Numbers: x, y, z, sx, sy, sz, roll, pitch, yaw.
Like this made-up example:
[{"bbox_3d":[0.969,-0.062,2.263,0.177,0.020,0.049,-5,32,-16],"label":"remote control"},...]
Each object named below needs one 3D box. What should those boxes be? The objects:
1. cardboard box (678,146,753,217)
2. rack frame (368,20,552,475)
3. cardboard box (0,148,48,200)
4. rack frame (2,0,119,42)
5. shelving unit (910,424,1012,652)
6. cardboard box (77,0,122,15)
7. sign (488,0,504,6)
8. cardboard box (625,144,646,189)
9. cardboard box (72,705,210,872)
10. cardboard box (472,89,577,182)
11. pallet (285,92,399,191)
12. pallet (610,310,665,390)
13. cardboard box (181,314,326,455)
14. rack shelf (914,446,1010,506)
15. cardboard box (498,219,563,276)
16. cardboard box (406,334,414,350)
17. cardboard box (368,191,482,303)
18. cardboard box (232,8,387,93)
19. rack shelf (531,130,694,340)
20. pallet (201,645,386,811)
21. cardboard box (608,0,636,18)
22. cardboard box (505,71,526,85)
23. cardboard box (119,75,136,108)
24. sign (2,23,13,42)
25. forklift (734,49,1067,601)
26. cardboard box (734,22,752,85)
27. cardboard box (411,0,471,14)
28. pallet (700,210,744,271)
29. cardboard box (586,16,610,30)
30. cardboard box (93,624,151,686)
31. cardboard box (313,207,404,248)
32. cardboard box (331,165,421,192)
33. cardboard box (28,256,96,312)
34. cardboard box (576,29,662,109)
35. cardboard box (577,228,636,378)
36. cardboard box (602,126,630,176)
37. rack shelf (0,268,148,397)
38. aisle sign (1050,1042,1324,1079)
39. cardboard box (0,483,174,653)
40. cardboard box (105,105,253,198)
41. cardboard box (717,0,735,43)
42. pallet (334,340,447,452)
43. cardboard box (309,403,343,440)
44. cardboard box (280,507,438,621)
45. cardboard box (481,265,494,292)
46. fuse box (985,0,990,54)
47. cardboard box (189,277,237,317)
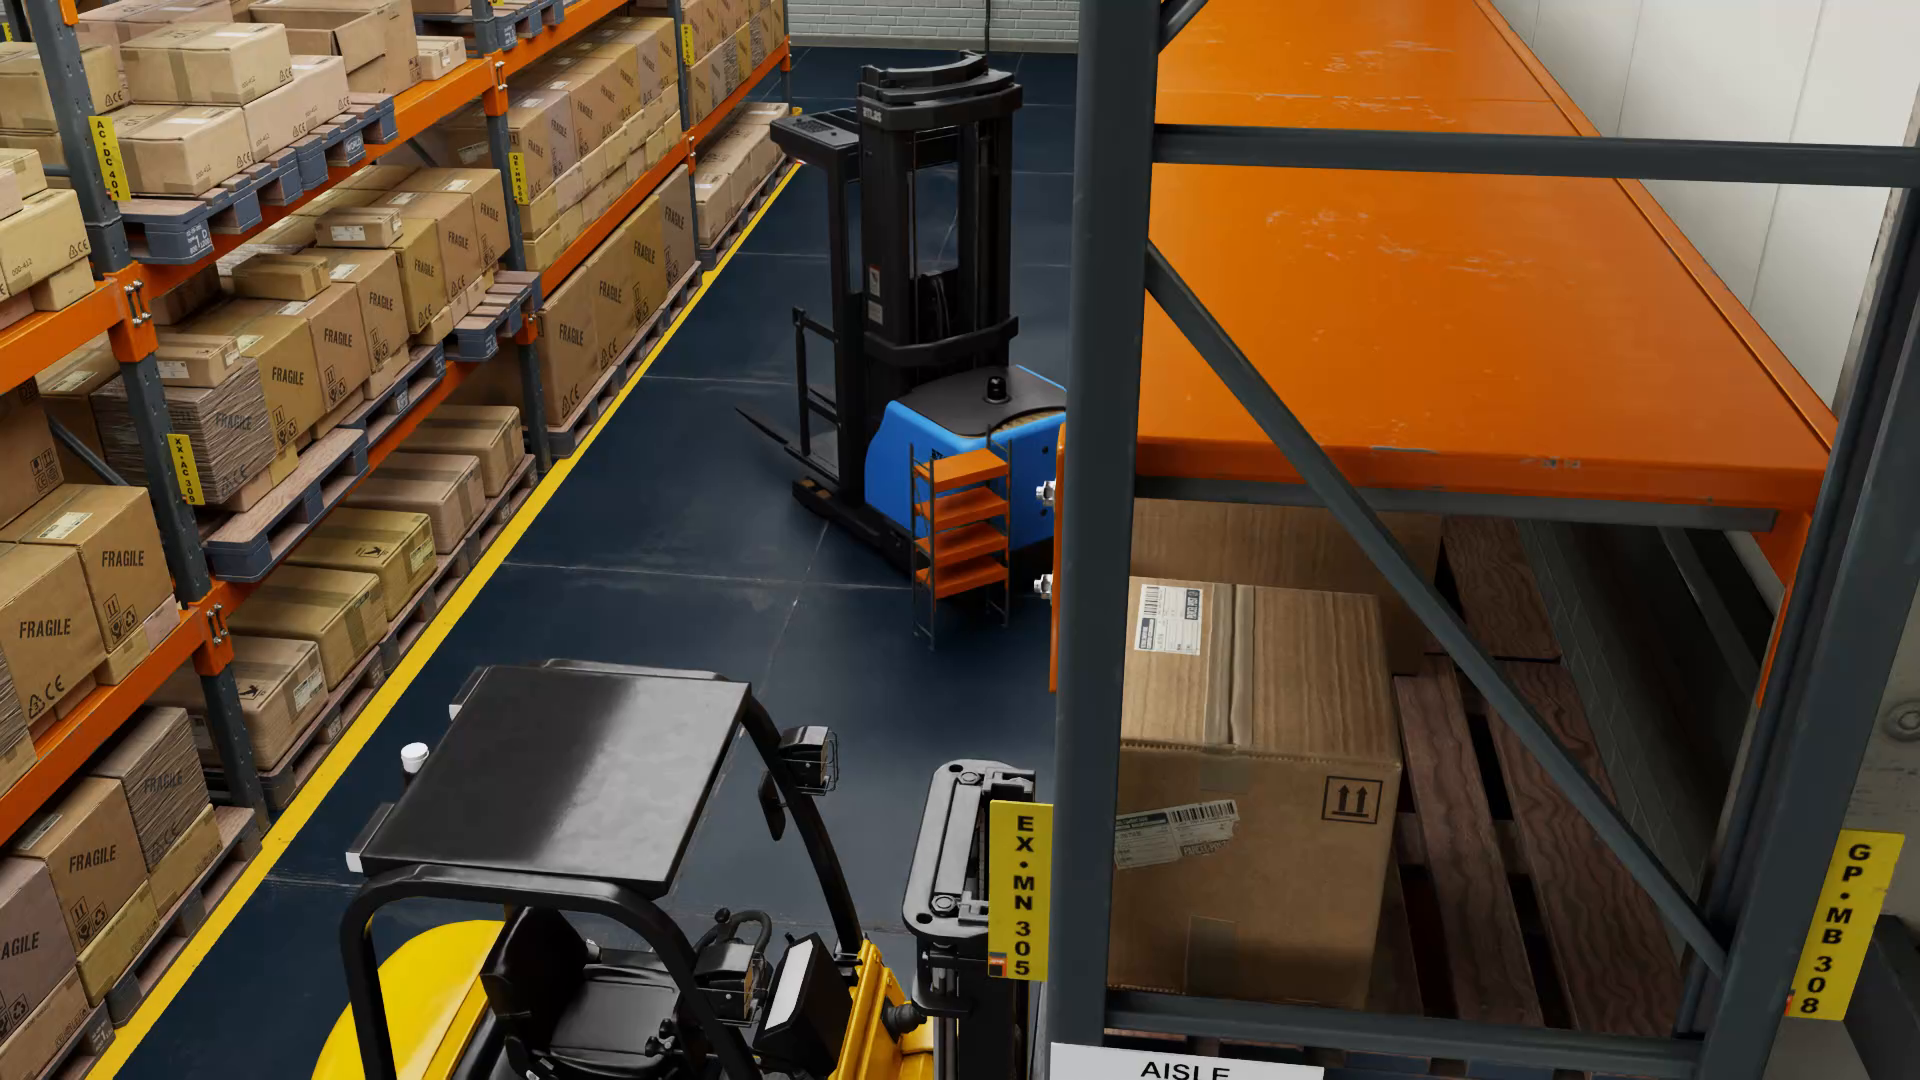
[{"bbox_3d":[-2.535,-3.476,16.090,0.875,0.438,0.875,3,28,5],"label":"cardboard box"},{"bbox_3d":[-3.318,-1.826,10.768,1.000,3.000,0.127,3,28,6],"label":"rack frame"},{"bbox_3d":[-3.630,-1.342,6.132,0.380,0.149,0.250,4,29,7],"label":"cardboard box"},{"bbox_3d":[-7.753,-3.948,14.709,1.000,3.000,0.127,3,28,6],"label":"rack frame"},{"bbox_3d":[0.005,-0.007,9.291,0.503,1.200,0.258,-16,32,-26],"label":"shelving unit"},{"bbox_3d":[-7.456,-4.762,14.745,0.500,0.500,0.500,4,29,7],"label":"cardboard box"},{"bbox_3d":[-2.779,-3.341,9.874,0.100,0.325,0.005,3,28,6],"label":"sign"},{"bbox_3d":[-2.777,-2.940,12.996,0.500,0.250,0.500,3,28,5],"label":"cardboard box"},{"bbox_3d":[-3.614,1.047,7.102,0.500,0.500,0.500,3,28,5],"label":"cardboard box"},{"bbox_3d":[-2.963,-2.762,11.346,0.500,0.500,0.500,3,29,6],"label":"cardboard box"},{"bbox_3d":[-3.503,-1.953,8.041,1.213,0.211,1.003,3,28,6],"label":"pallet"},{"bbox_3d":[-2.994,-1.537,13.173,1.003,0.211,1.213,3,28,6],"label":"pallet"},{"bbox_3d":[-3.405,-0.742,7.896,0.500,0.500,0.500,3,29,6],"label":"cardboard box"},{"bbox_3d":[0.005,-0.353,9.104,0.480,0.148,0.258,-16,32,-26],"label":"rack shelf"},{"bbox_3d":[-3.008,-1.975,11.204,0.500,0.250,0.500,3,28,5],"label":"cardboard box"},{"bbox_3d":[-3.286,-1.121,9.282,0.380,0.149,0.250,4,29,7],"label":"cardboard box"},{"bbox_3d":[-3.150,-1.711,9.694,0.500,0.500,0.500,3,28,5],"label":"cardboard box"},{"bbox_3d":[-3.476,-2.472,8.696,0.797,0.503,0.637,3,28,6],"label":"cardboard box"},{"bbox_3d":[-3.073,-2.450,12.686,1.077,0.370,4.000,3,28,6],"label":"rack shelf"},{"bbox_3d":[-3.714,0.918,8.615,1.003,0.211,1.213,3,28,6],"label":"pallet"},{"bbox_3d":[-3.044,-4.431,14.444,0.500,0.500,0.500,3,28,6],"label":"cardboard box"},{"bbox_3d":[-3.392,-3.044,11.869,0.500,0.500,0.500,3,28,6],"label":"cardboard box"},{"bbox_3d":[-3.813,-1.903,7.465,0.500,0.250,0.500,4,29,7],"label":"cardboard box"},{"bbox_3d":[-8.292,-4.358,14.555,0.100,0.325,0.005,3,28,6],"label":"sign"},{"bbox_3d":[-0.448,-1.573,10.372,1.130,2.935,3.031,-19,34,-31],"label":"forklift"},{"bbox_3d":[-2.314,-4.671,15.944,0.500,0.500,0.500,4,29,8],"label":"cardboard box"},{"bbox_3d":[-3.421,-3.563,10.278,0.797,0.503,0.637,2,28,3],"label":"cardboard box"},{"bbox_3d":[-2.657,-2.834,15.580,1.003,0.211,1.213,3,28,6],"label":"pallet"},{"bbox_3d":[-3.167,-4.002,13.649,0.500,0.500,0.500,4,29,7],"label":"cardboard box"},{"bbox_3d":[-3.568,0.455,6.800,0.380,0.149,0.250,4,29,7],"label":"cardboard box"},{"bbox_3d":[-3.238,-1.684,8.960,0.380,0.149,0.250,2,28,4],"label":"cardboard box"},{"bbox_3d":[-3.603,-1.987,10.206,0.500,0.500,0.500,3,28,5],"label":"cardboard box"},{"bbox_3d":[-3.543,-0.986,6.312,0.380,0.149,0.250,3,29,6],"label":"cardboard box"},{"bbox_3d":[-2.689,-3.724,13.132,0.500,0.500,0.500,4,29,7],"label":"cardboard box"},{"bbox_3d":[-3.037,-1.815,12.546,0.875,0.875,0.875,4,29,7],"label":"cardboard box"},{"bbox_3d":[-2.798,-2.919,12.428,0.500,0.250,0.500,4,29,7],"label":"cardboard box"},{"bbox_3d":[-4.053,-0.005,4.985,1.077,0.370,4.000,3,28,6],"label":"rack shelf"},{"bbox_3d":[0.329,1.096,2.604,0.394,0.787,0.004,3,28,6],"label":"aisle sign"},{"bbox_3d":[-3.615,0.106,6.764,0.500,0.500,0.500,3,28,5],"label":"cardboard box"},{"bbox_3d":[-3.338,-1.634,6.965,0.500,0.250,0.500,3,28,5],"label":"cardboard box"},{"bbox_3d":[-2.387,-4.881,15.279,0.500,0.500,0.500,4,29,7],"label":"cardboard box"},{"bbox_3d":[-3.520,-0.807,9.079,1.003,0.211,1.213,3,28,6],"label":"pallet"},{"bbox_3d":[-3.355,-0.632,8.375,0.380,0.149,0.250,4,29,7],"label":"cardboard box"},{"bbox_3d":[-3.578,0.116,9.491,0.950,0.372,0.625,4,29,8],"label":"cardboard box"},{"bbox_3d":[-3.085,-1.601,10.174,0.380,0.149,0.250,4,29,7],"label":"cardboard box"},{"bbox_3d":[0.397,-7.489,22.639,0.539,1.711,0.414,3,28,6],"label":"fuse box"},{"bbox_3d":[-3.850,-1.009,8.391,0.500,0.500,0.500,4,29,8],"label":"cardboard box"}]
